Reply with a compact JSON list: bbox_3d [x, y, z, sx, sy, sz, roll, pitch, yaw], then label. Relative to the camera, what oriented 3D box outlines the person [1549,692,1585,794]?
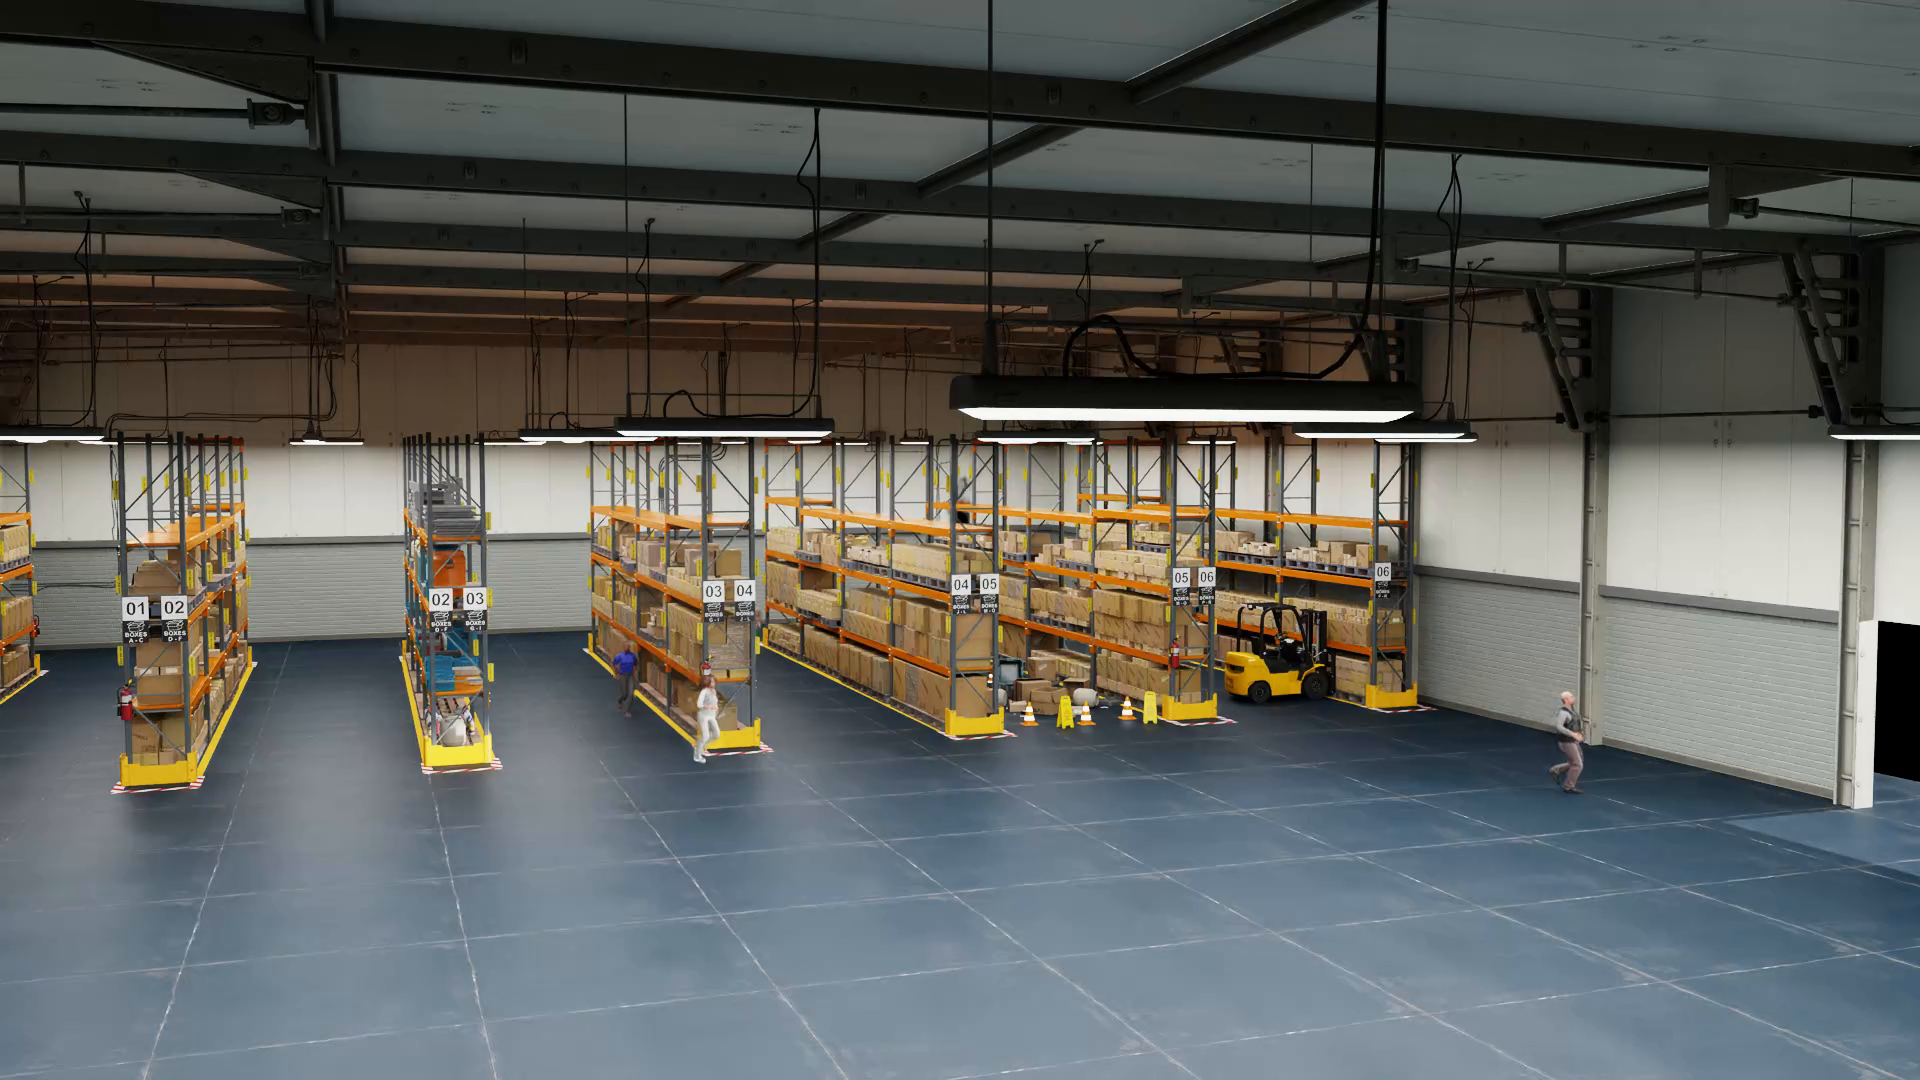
[{"bbox_3d":[10.077,3.354,27.599,0.612,1.669,0.657,2,4,33],"label":"person"}]

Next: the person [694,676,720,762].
[{"bbox_3d":[-4.558,3.263,30.355,0.553,1.551,0.550,2,4,31],"label":"person"}]

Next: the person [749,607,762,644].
[{"bbox_3d":[-5.608,2.391,44.597,0.666,1.745,0.601,-1,3,-23],"label":"person"}]

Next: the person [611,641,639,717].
[{"bbox_3d":[-7.122,2.998,35.455,0.591,1.520,0.575,-2,4,-31],"label":"person"}]
